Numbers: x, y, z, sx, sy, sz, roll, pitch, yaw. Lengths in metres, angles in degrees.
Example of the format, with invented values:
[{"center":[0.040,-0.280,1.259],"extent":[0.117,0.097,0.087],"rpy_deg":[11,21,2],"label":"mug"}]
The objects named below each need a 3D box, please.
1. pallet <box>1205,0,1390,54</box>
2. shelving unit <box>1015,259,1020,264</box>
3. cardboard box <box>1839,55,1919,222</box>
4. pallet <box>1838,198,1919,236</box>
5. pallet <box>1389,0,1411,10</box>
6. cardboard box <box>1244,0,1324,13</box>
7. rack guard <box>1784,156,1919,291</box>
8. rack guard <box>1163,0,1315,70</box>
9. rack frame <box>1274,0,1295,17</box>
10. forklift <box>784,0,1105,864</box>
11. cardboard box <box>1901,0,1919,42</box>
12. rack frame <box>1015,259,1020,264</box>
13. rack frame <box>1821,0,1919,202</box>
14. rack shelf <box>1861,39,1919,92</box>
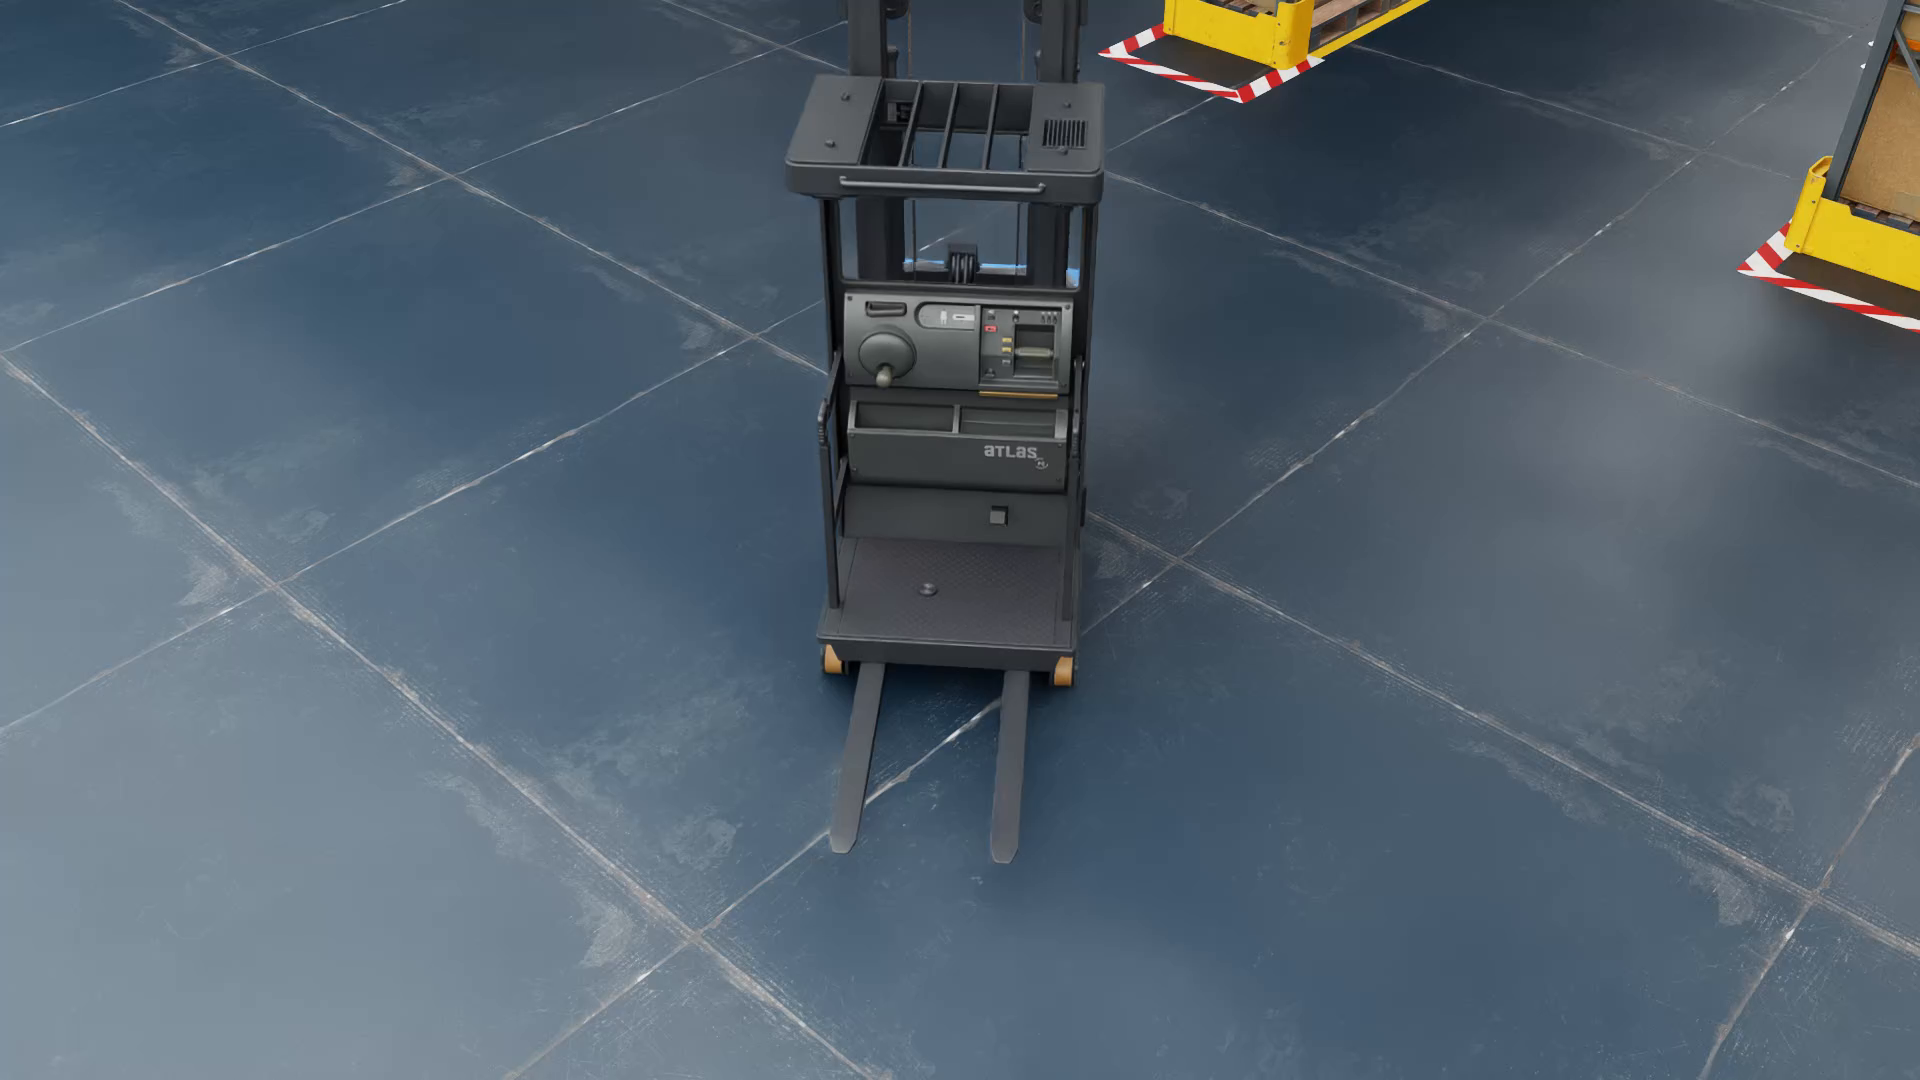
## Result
[{"center":[2.689,-4.272,13.236],"extent":[1.003,0.211,1.213],"rpy_deg":[30,47,32],"label":"pallet"},{"center":[0.339,-0.967,8.519],"extent":[0.258,0.900,0.210],"rpy_deg":[16,39,19],"label":"shelving unit"},{"center":[6.065,-2.513,10.153],"extent":[0.875,0.875,0.875],"rpy_deg":[30,47,32],"label":"cardboard box"},{"center":[6.138,-2.149,10.567],"extent":[1.003,0.211,1.213],"rpy_deg":[30,47,32],"label":"pallet"},{"center":[3.512,-4.829,13.937],"extent":[1.003,0.211,1.213],"rpy_deg":[30,47,32],"label":"pallet"},{"center":[2.497,-4.435,12.872],"extent":[0.500,0.500,0.500],"rpy_deg":[-25,45,-28],"label":"cardboard box"},{"center":[5.640,-1.851,9.960],"extent":[1.175,0.500,0.348],"rpy_deg":[30,47,32],"label":"rack guard"},{"center":[2.115,-4.026,12.695],"extent":[1.175,0.500,0.348],"rpy_deg":[30,47,32],"label":"rack guard"},{"center":[2.064,-4.970,11.873],"extent":[1.000,3.000,0.127],"rpy_deg":[30,47,32],"label":"rack frame"},{"center":[-0.024,-0.729,6.595],"extent":[1.130,2.935,3.031],"rpy_deg":[3,39,4],"label":"forklift"},{"center":[5.874,-3.089,9.387],"extent":[0.875,0.550,0.550],"rpy_deg":[30,47,32],"label":"cardboard box"},{"center":[0.381,-1.021,8.594],"extent":[0.240,0.900,0.006],"rpy_deg":[16,39,19],"label":"rack frame"},{"center":[5.657,-2.841,9.196],"extent":[1.000,3.000,0.127],"rpy_deg":[30,47,32],"label":"rack frame"},{"center":[7.006,-3.478,10.575],"extent":[1.077,0.370,4.000],"rpy_deg":[30,47,32],"label":"rack shelf"}]
